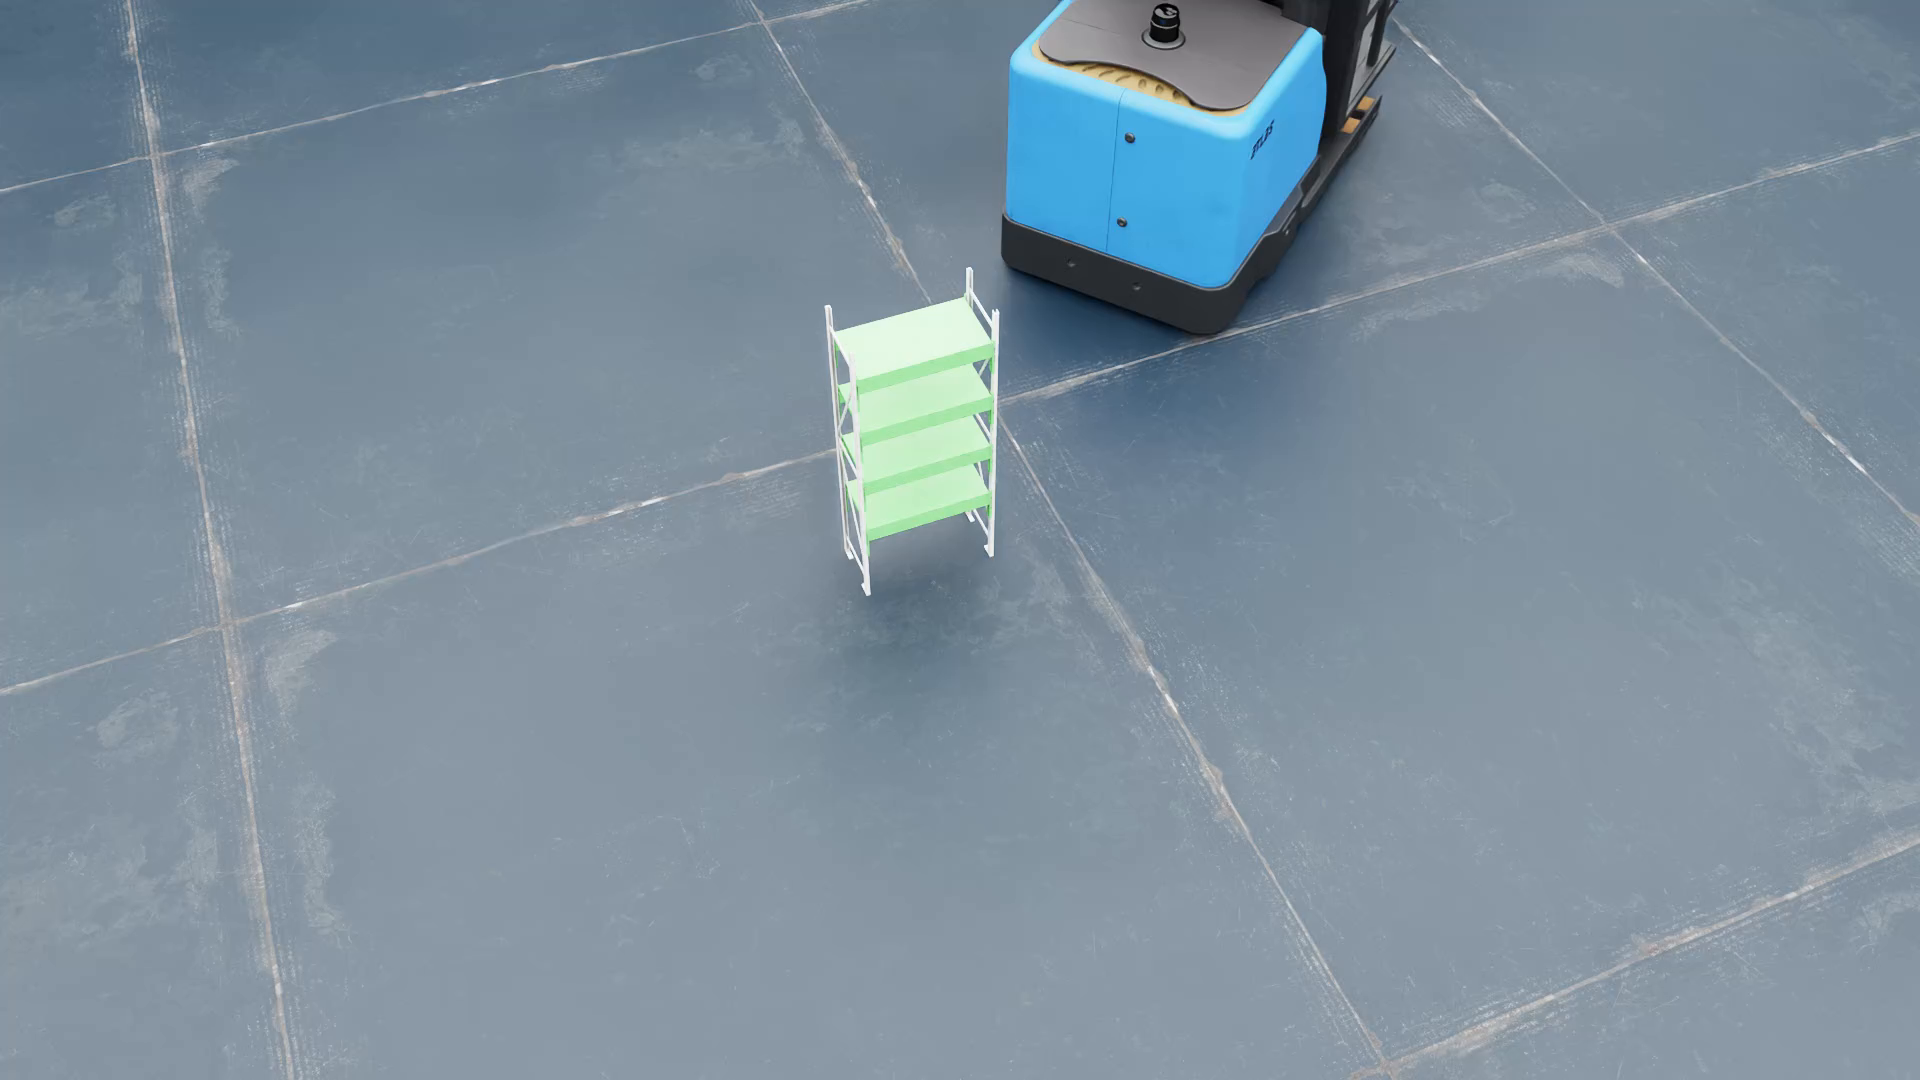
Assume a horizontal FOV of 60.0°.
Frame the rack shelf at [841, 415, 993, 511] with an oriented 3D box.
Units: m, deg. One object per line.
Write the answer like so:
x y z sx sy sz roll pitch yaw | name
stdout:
-0.153 -0.302 5.803 0.480 0.148 0.258 -17 52 -14 | rack shelf

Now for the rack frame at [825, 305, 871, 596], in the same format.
-0.379 -0.273 5.694 0.015 1.200 0.240 -17 52 -14 | rack frame

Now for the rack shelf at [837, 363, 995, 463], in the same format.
-0.153 -0.458 5.620 0.480 0.148 0.258 -17 52 -14 | rack shelf

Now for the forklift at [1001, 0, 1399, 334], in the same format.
1.338 -2.926 6.831 1.130 2.935 3.031 23 53 19 | forklift

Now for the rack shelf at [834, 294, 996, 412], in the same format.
-0.153 -0.615 5.438 0.480 0.148 0.258 -17 52 -14 | rack shelf

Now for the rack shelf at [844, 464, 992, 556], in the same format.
-0.153 -0.145 5.985 0.480 0.148 0.258 -17 52 -14 | rack shelf

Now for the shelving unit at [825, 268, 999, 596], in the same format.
-0.153 -0.343 5.754 0.503 1.200 0.258 -17 52 -14 | shelving unit

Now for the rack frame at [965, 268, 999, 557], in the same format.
0.073 -0.413 5.814 0.015 1.200 0.240 -17 52 -14 | rack frame
